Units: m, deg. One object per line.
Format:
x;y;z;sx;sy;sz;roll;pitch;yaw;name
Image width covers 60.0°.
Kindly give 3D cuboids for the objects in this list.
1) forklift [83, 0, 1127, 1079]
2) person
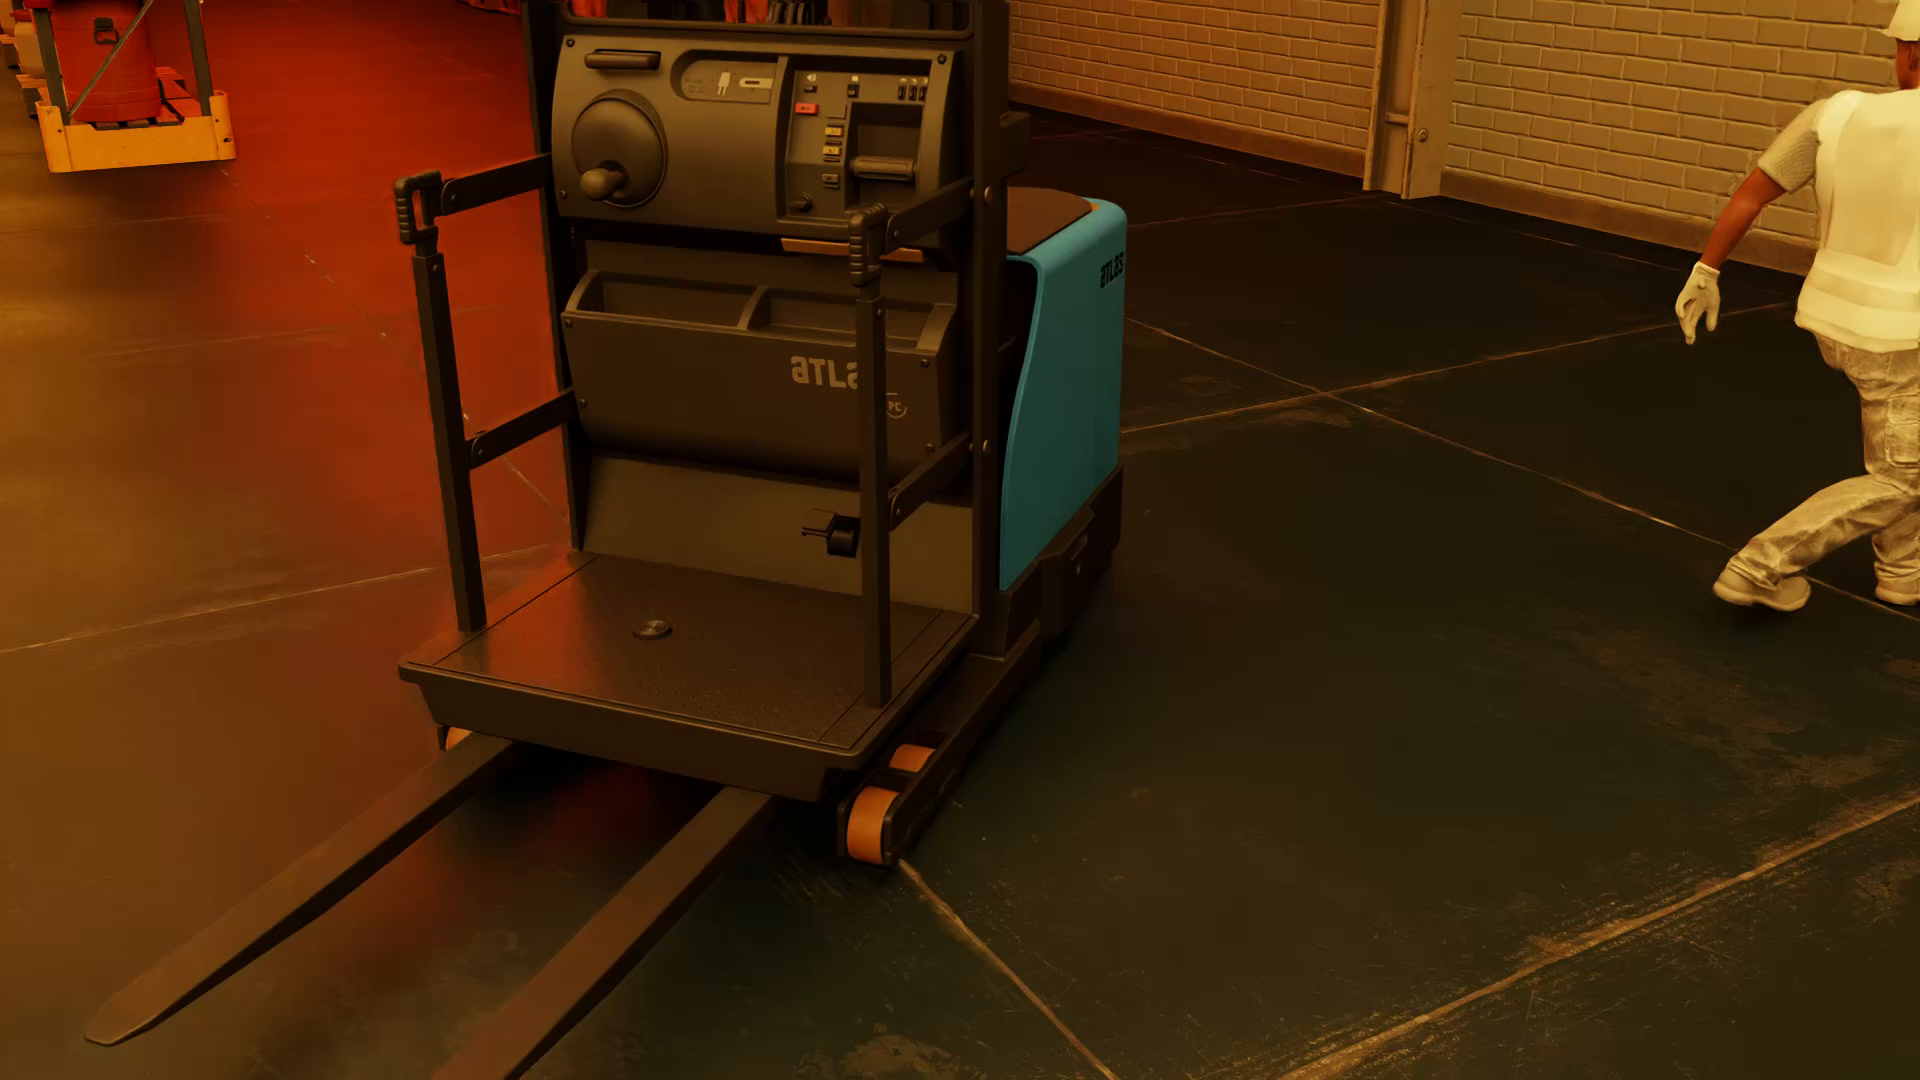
-0.531;-0.854;3.354;1.130;2.935;3.031;8;24;20;forklift
2.437;-0.586;4.379;0.944;1.698;0.583;-5;23;-12;person
